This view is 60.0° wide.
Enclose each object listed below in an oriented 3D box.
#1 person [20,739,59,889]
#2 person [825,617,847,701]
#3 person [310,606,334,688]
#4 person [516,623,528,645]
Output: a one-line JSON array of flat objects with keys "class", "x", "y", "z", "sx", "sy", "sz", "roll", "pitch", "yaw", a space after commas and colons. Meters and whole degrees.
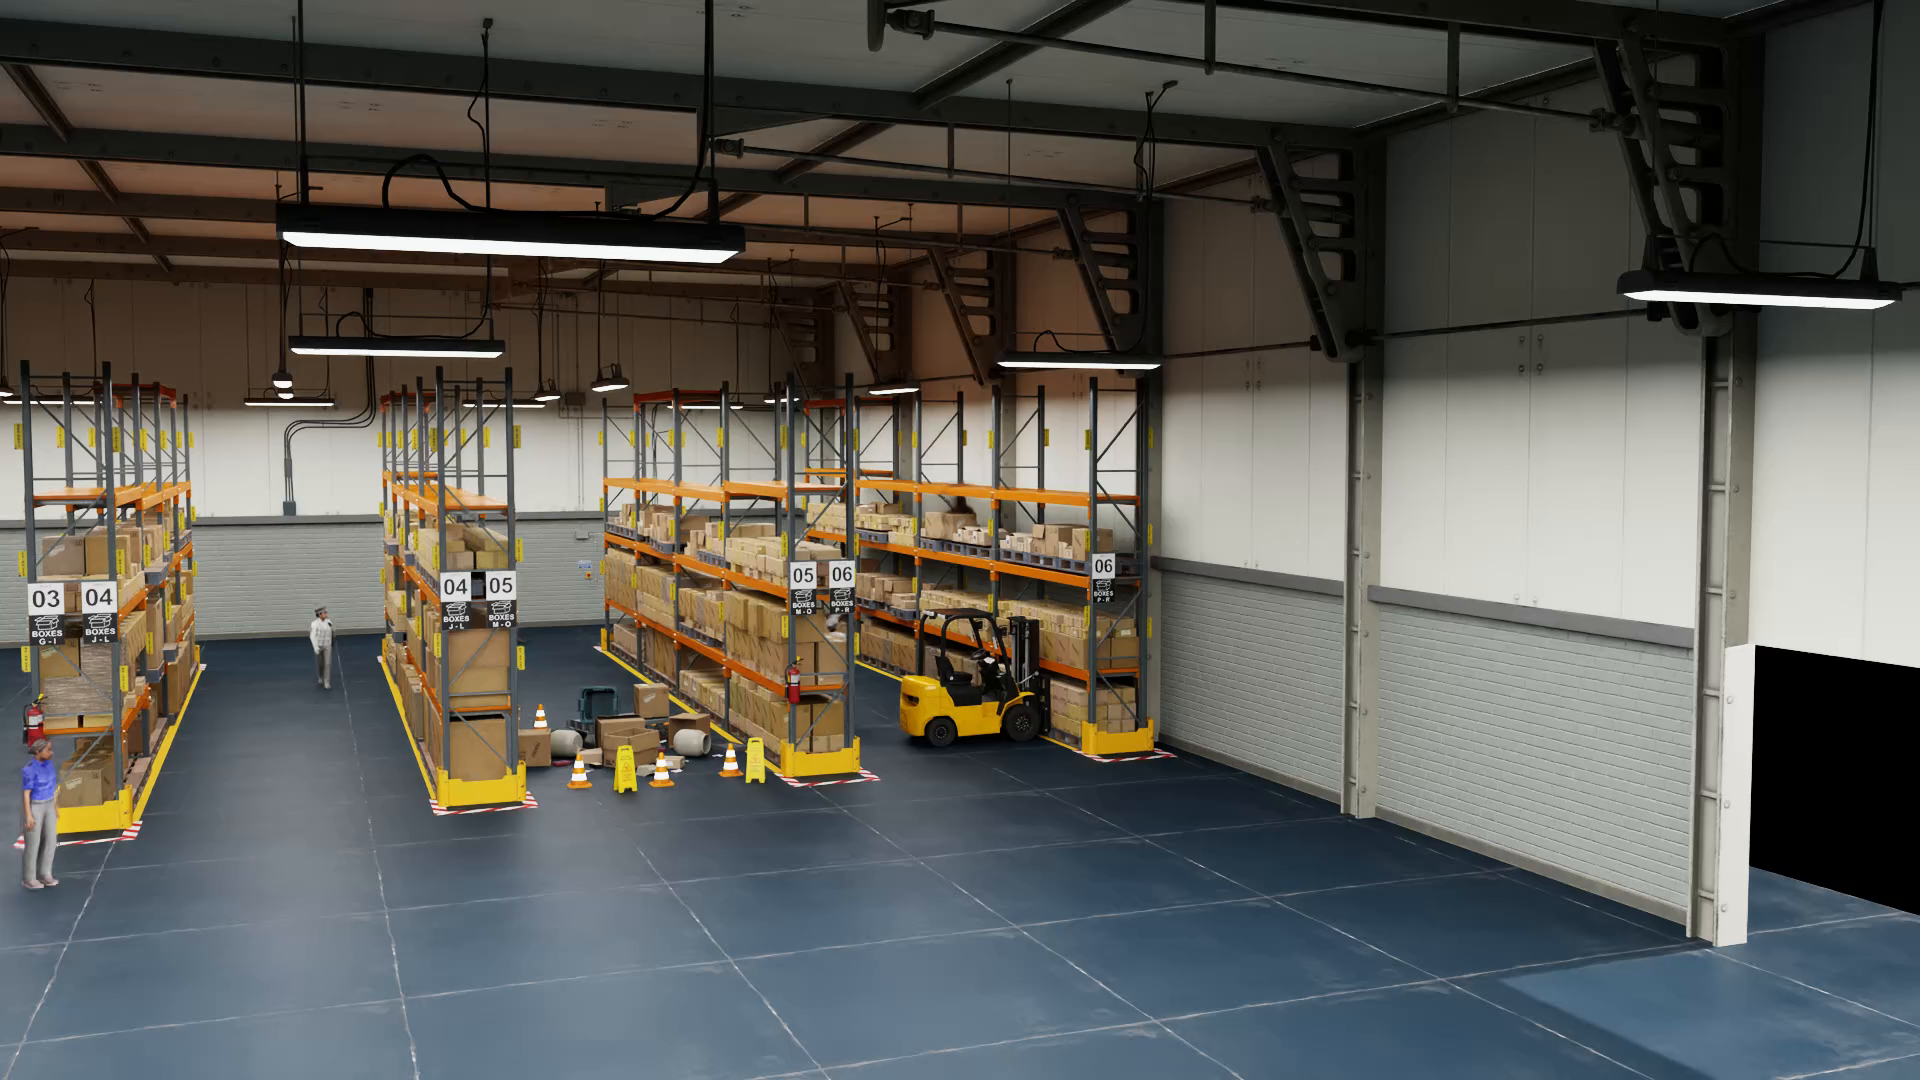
[{"class": "person", "x": -10.318, "y": 3.053, "z": 18.638, "sx": 0.368, "sy": 1.669, "sz": 0.473, "roll": 1, "pitch": 3, "yaw": 11}, {"class": "person", "x": -2.227, "y": 2.213, "z": 29.941, "sx": 0.528, "sy": 1.673, "sz": 0.453, "roll": -2, "pitch": 4, "yaw": -26}, {"class": "person", "x": -12.905, "y": 2.156, "z": 33.649, "sx": 0.439, "sy": 1.631, "sz": 0.948, "roll": -1, "pitch": 4, "yaw": -19}, {"class": "person", "x": -11.089, "y": 1.722, "z": 40.583, "sx": 1.003, "sy": 1.685, "sz": 0.576, "roll": 1, "pitch": 4, "yaw": 20}]
